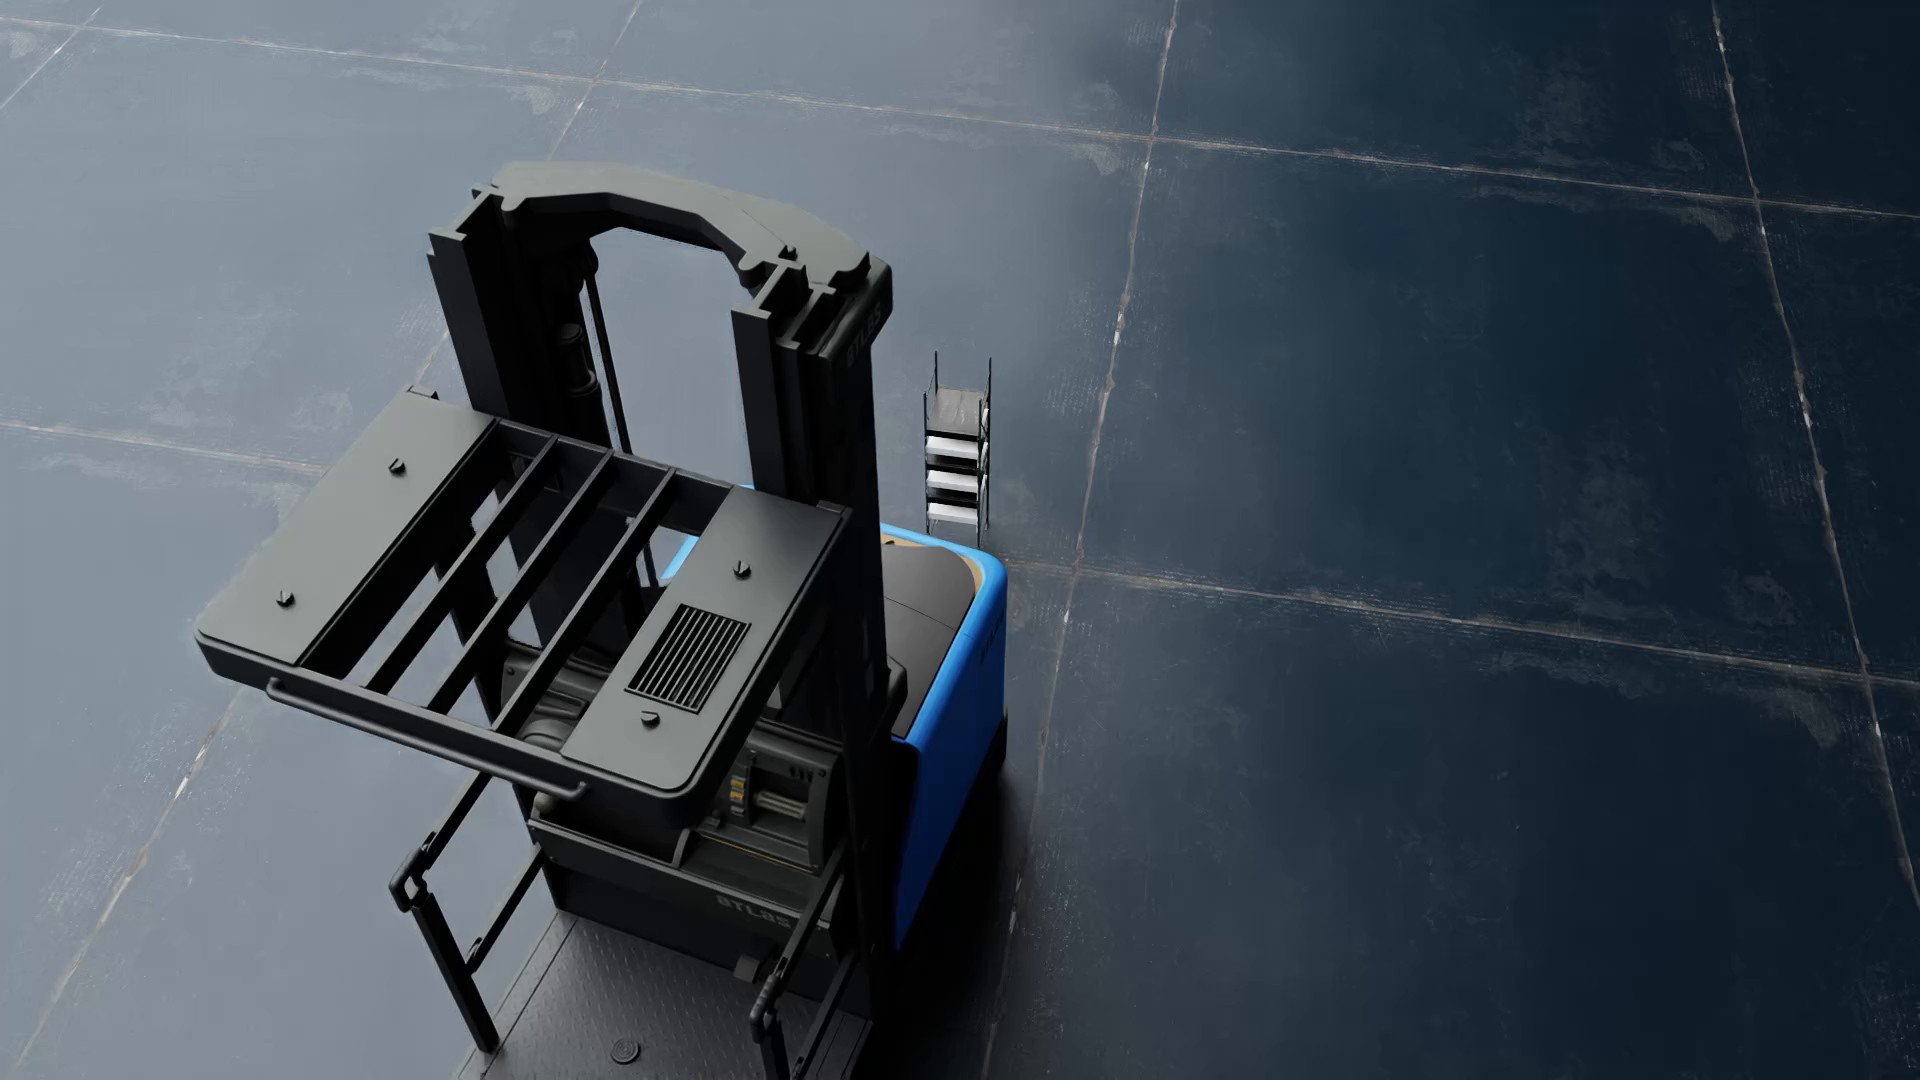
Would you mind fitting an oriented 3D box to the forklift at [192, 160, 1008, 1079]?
[{"bbox_3d":[-0.833,0.692,4.129,1.130,2.935,3.031,16,50,14],"label":"forklift"}]

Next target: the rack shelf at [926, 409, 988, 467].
[{"bbox_3d":[-0.008,-0.400,6.279,0.200,0.077,0.258,8,49,7],"label":"rack shelf"}]

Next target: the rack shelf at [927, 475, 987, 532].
[{"bbox_3d":[-0.008,-0.159,6.547,0.200,0.077,0.258,8,49,7],"label":"rack shelf"}]

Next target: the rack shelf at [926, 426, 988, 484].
[{"bbox_3d":[-0.008,-0.340,6.346,0.200,0.077,0.258,8,49,7],"label":"rack shelf"}]

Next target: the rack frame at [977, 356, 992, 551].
[{"bbox_3d":[0.092,-0.288,6.376,0.006,0.900,0.240,8,49,7],"label":"rack frame"}]

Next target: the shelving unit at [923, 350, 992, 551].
[{"bbox_3d":[-0.008,-0.302,6.388,0.210,0.900,0.258,8,49,7],"label":"shelving unit"}]

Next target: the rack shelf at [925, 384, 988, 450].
[{"bbox_3d":[-0.008,-0.460,6.212,0.200,0.077,0.258,8,49,7],"label":"rack shelf"}]

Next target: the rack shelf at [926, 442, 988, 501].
[{"bbox_3d":[-0.008,-0.280,6.413,0.200,0.077,0.258,8,49,7],"label":"rack shelf"}]

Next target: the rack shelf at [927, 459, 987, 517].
[{"bbox_3d":[-0.008,-0.219,6.480,0.200,0.077,0.258,8,49,7],"label":"rack shelf"}]

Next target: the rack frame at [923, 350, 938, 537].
[{"bbox_3d":[-0.108,-0.315,6.400,0.006,0.900,0.240,8,49,7],"label":"rack frame"}]
